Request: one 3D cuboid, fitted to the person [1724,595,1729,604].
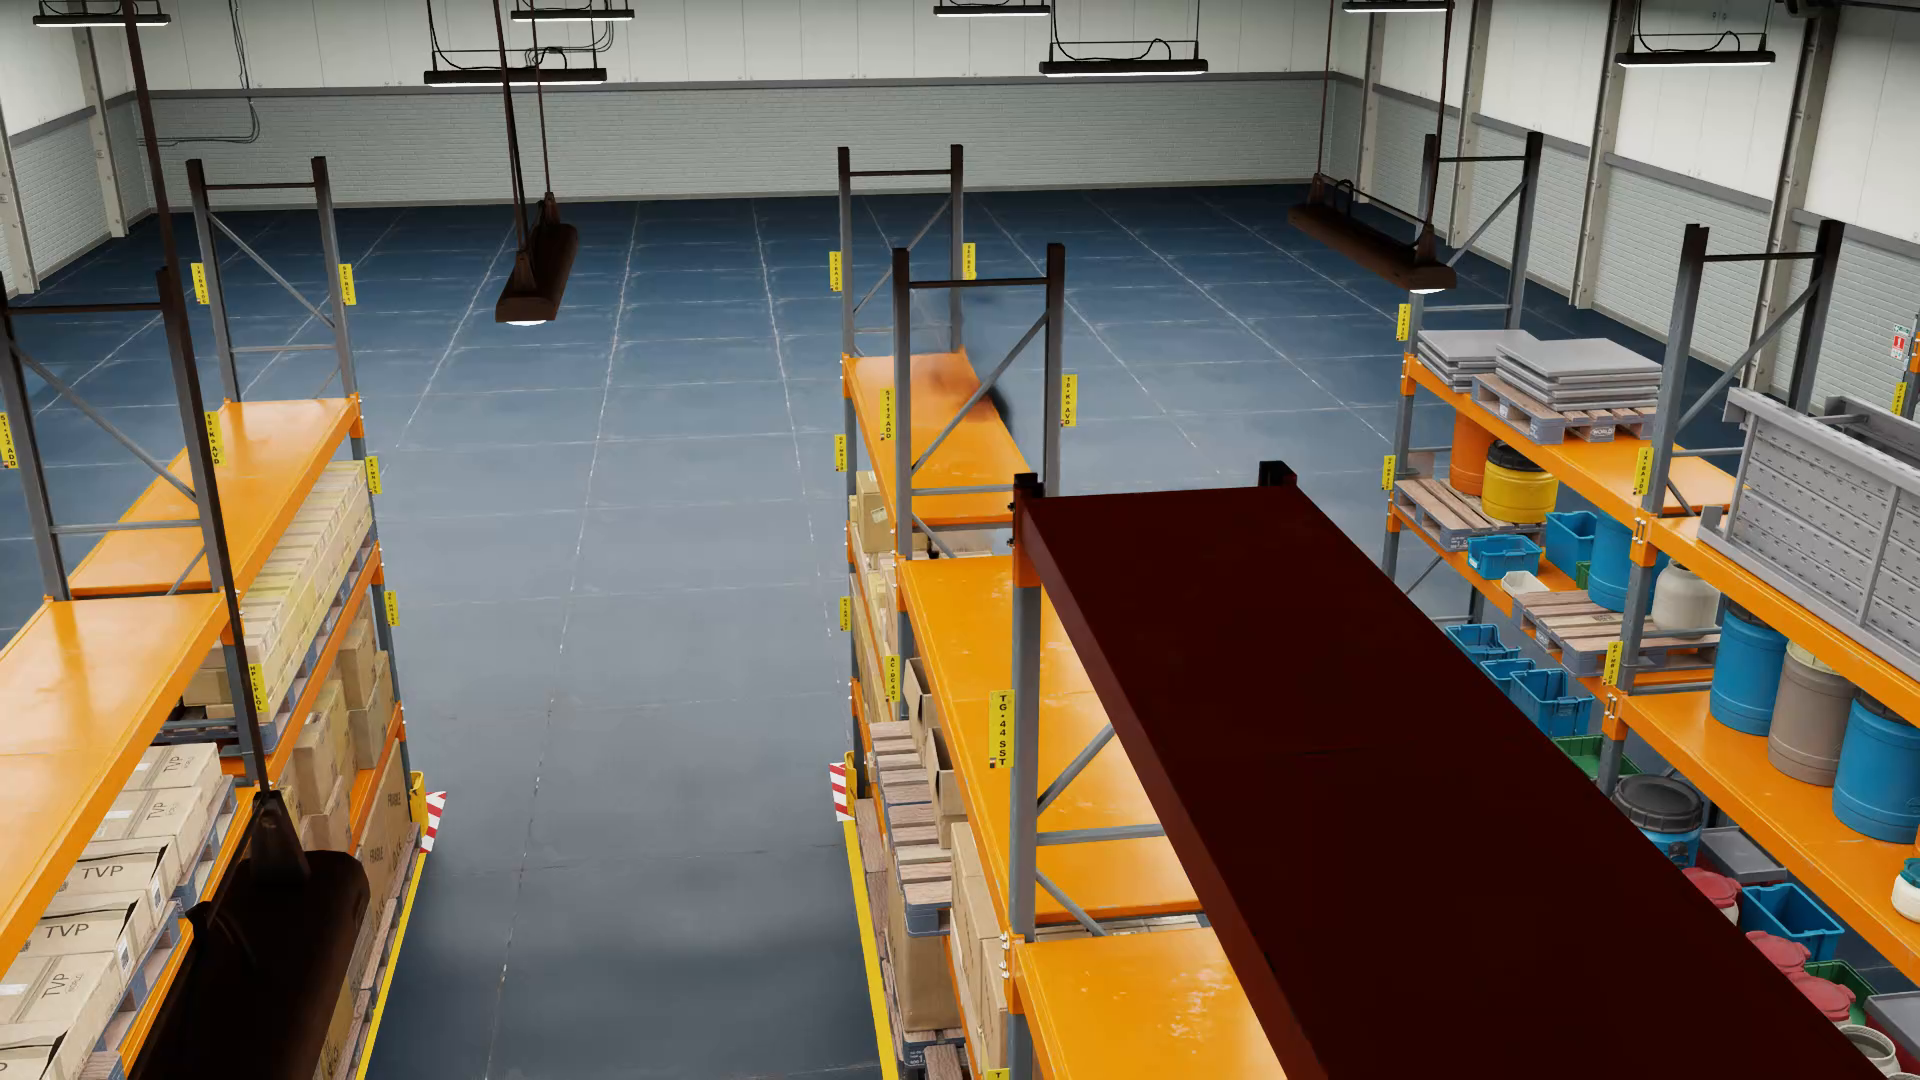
[{"bbox_3d":[8.701,0.431,18.194,0.618,1.787,0.678,7,23,17],"label":"person"}]
